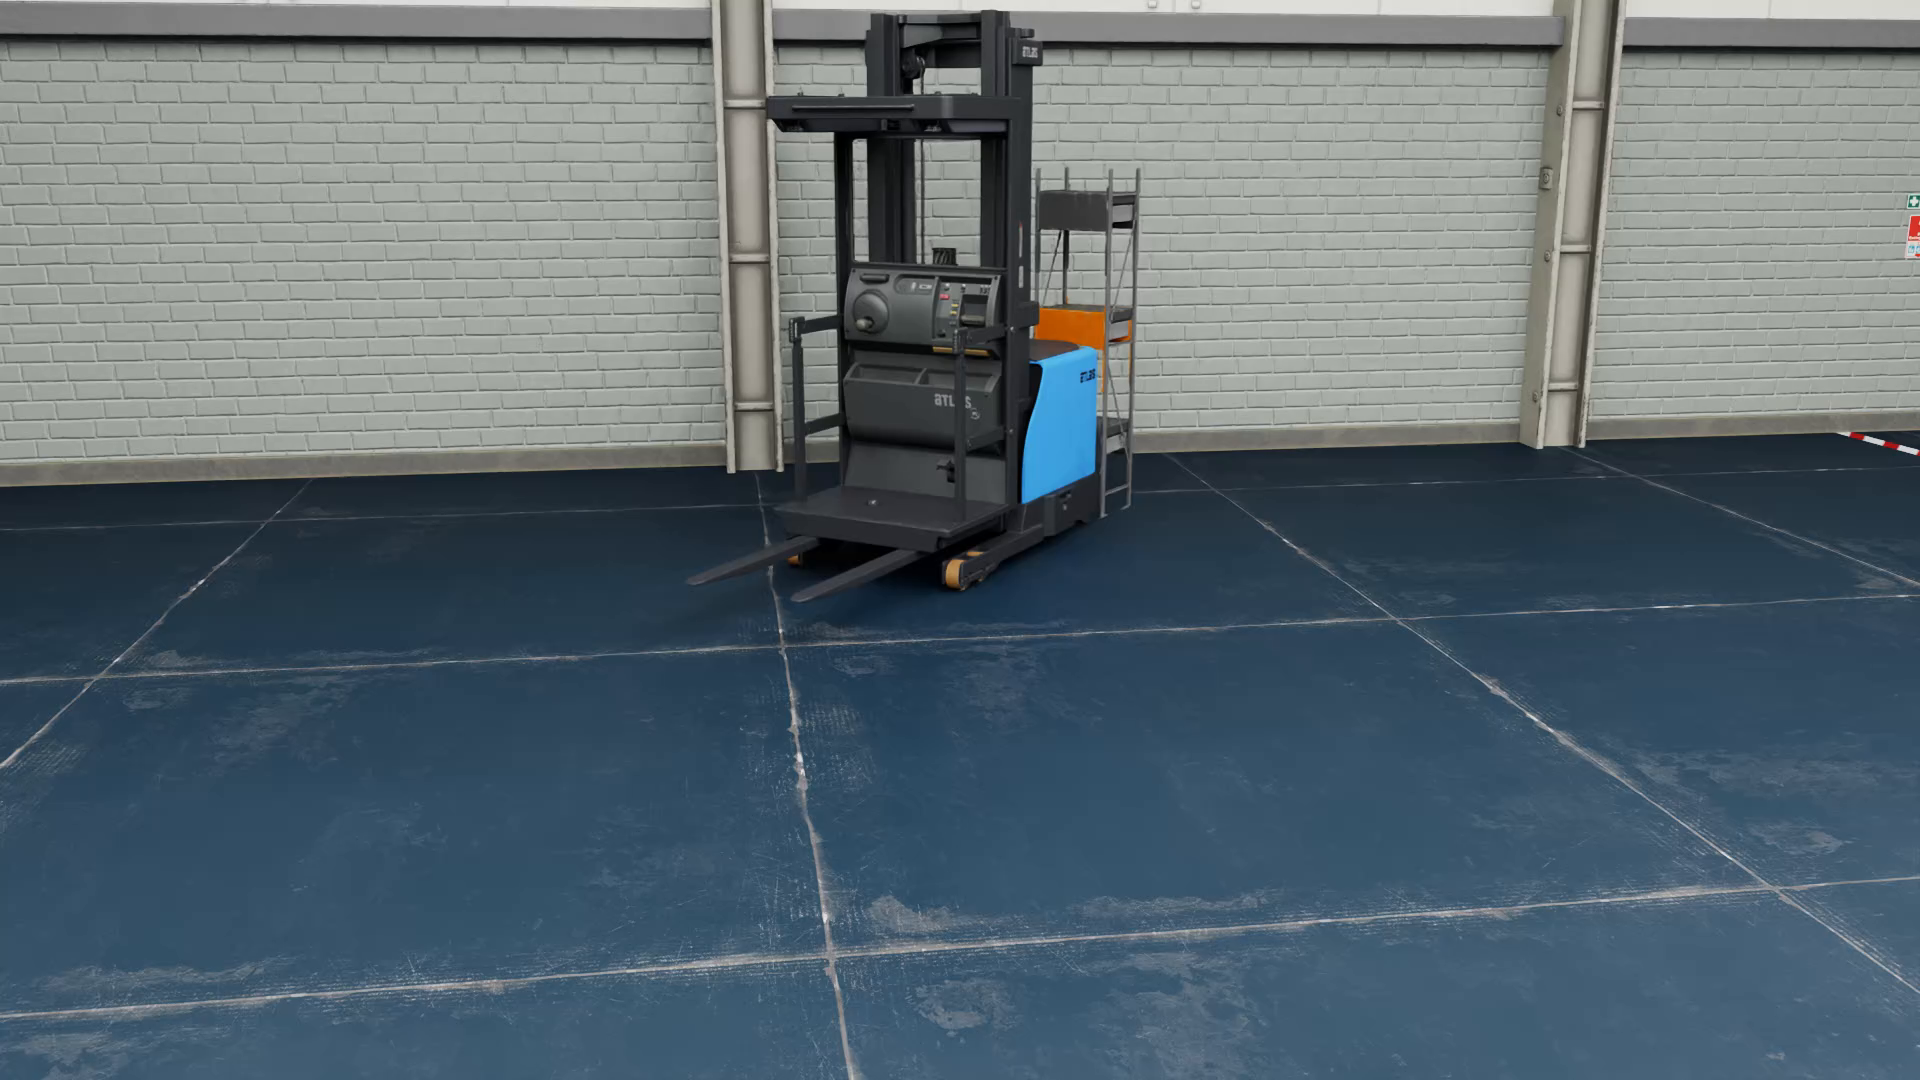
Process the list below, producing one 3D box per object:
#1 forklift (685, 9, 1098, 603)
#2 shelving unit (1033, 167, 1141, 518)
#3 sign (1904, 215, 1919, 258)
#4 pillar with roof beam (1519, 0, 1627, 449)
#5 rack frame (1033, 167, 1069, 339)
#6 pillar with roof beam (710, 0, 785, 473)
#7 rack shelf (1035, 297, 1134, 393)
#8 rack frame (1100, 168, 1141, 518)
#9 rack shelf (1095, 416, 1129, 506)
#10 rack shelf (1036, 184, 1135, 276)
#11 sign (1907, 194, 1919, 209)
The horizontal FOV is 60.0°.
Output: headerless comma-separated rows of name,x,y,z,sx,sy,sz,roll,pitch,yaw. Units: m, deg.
forklift,-0.309,-1.283,8.814,1.130,2.935,3.031,8,16,28
shelving unit,0.771,-1.225,10.282,0.503,2.100,0.431,9,16,31
sign,7.408,-2.341,12.817,0.234,0.329,0.001,-2,14,-8
pillar with roof beam,5.127,-4.056,7.397,0.400,9.000,9.100,-2,14,-8
rack frame,0.563,-1.257,10.407,0.015,2.100,0.400,9,16,31
pillar with roof beam,-0.806,-3.839,6.530,0.400,9.000,9.100,-2,14,-8
rack shelf,0.771,-1.212,10.285,0.480,0.518,0.431,9,16,31
rack frame,0.978,-1.194,10.157,0.015,2.100,0.400,9,16,31
rack shelf,0.767,-0.532,10.450,0.480,0.518,0.431,9,16,31
rack shelf,0.774,-1.892,10.120,0.480,0.518,0.431,9,16,31
sign,7.413,-2.596,12.745,0.331,0.109,0.001,-2,14,-8
